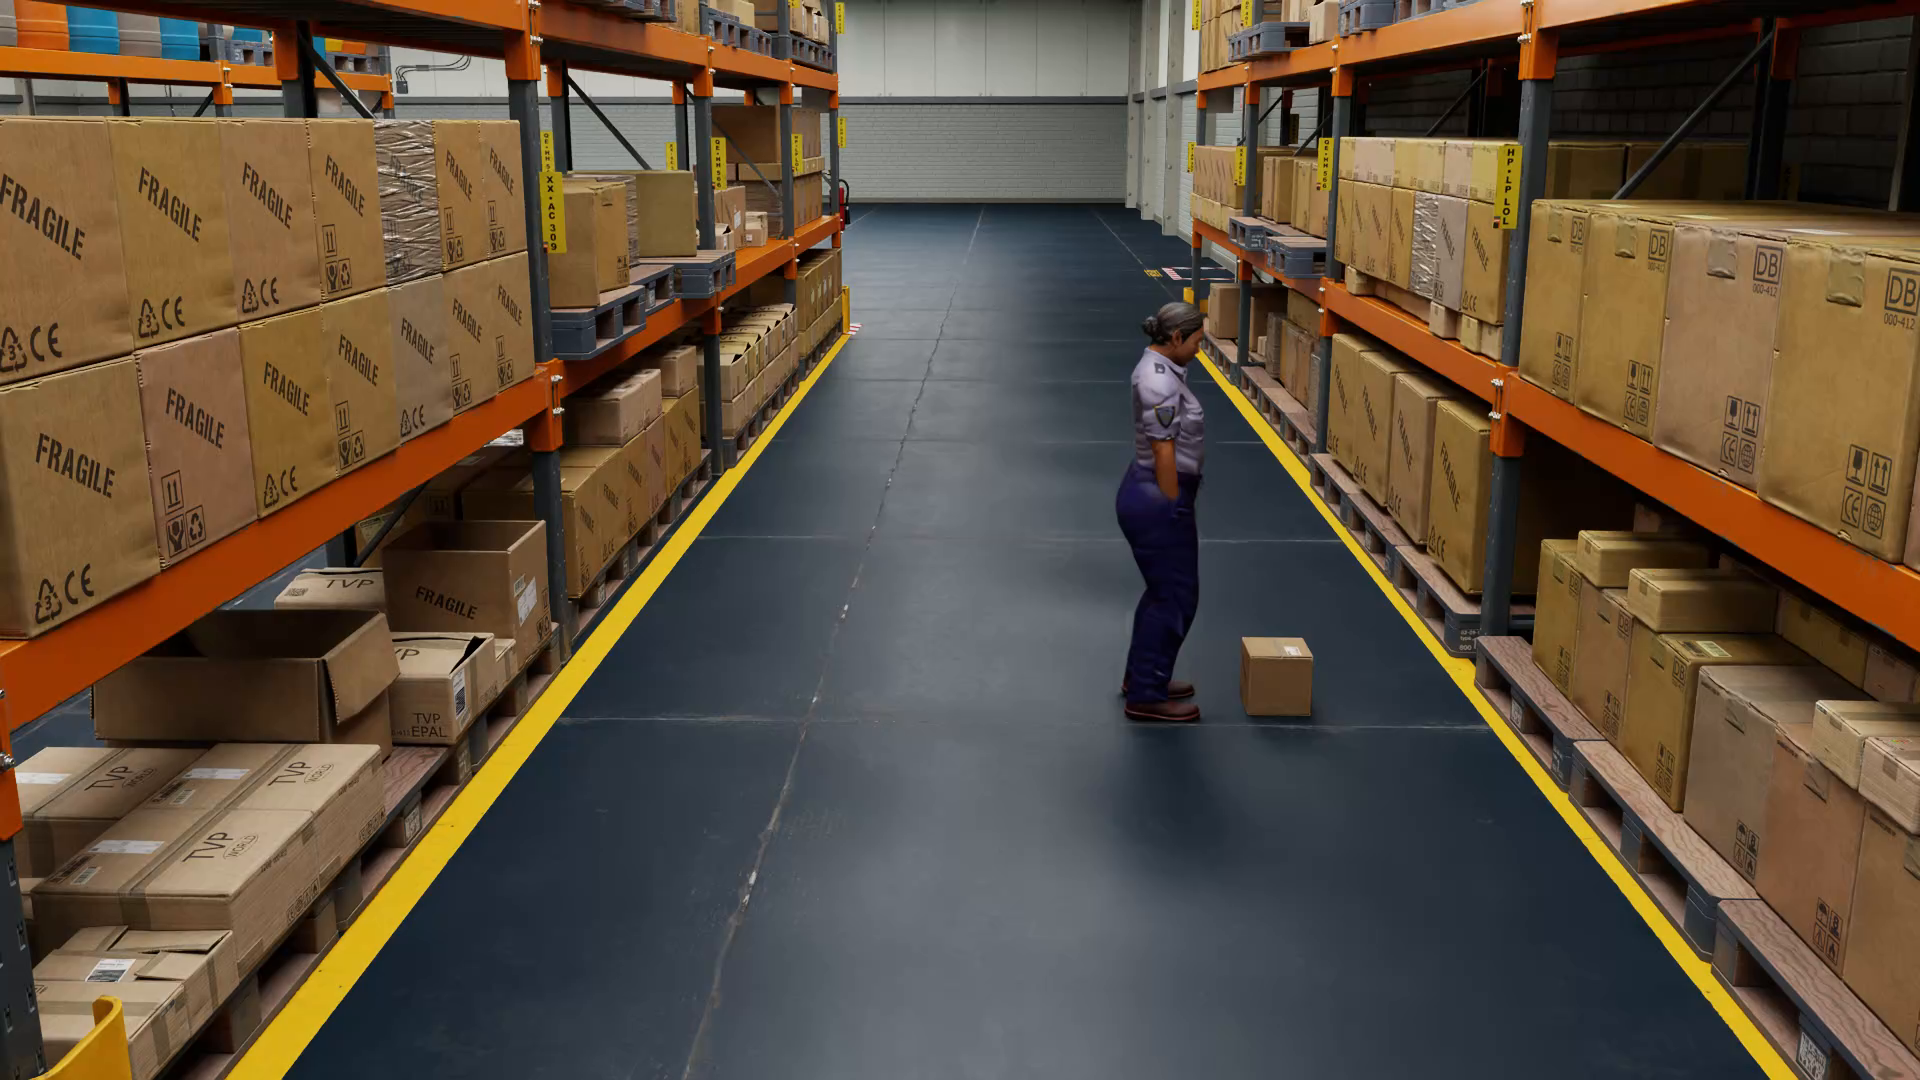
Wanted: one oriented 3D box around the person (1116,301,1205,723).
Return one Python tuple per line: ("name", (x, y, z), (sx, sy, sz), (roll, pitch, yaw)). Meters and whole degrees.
("person", (0.791, -0.123, 6.572), (0.347, 1.634, 0.480), (1, 14, 3))
